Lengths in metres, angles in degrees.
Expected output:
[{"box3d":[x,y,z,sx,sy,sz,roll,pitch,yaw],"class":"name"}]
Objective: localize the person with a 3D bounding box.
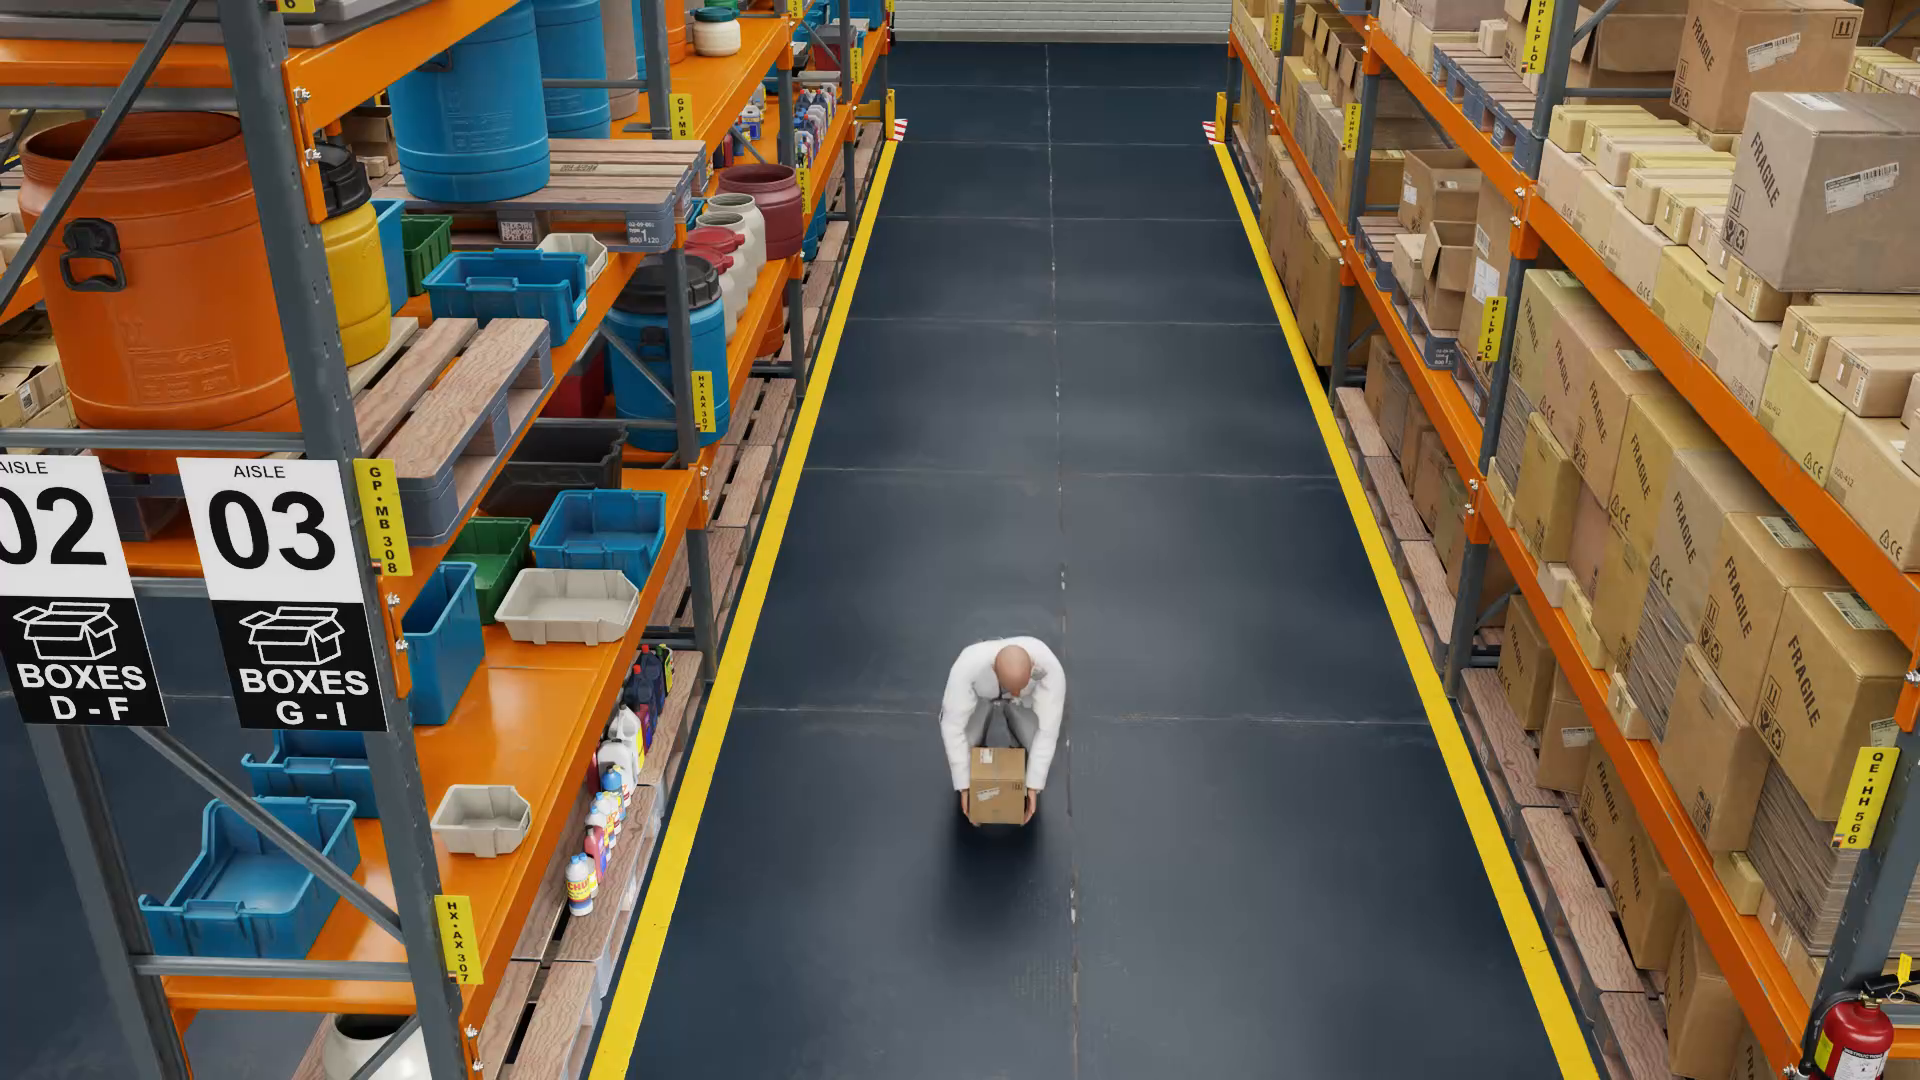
[{"box3d":[0.197,0.824,7.929,0.604,0.978,0.909,1,28,2],"class":"person"}]
